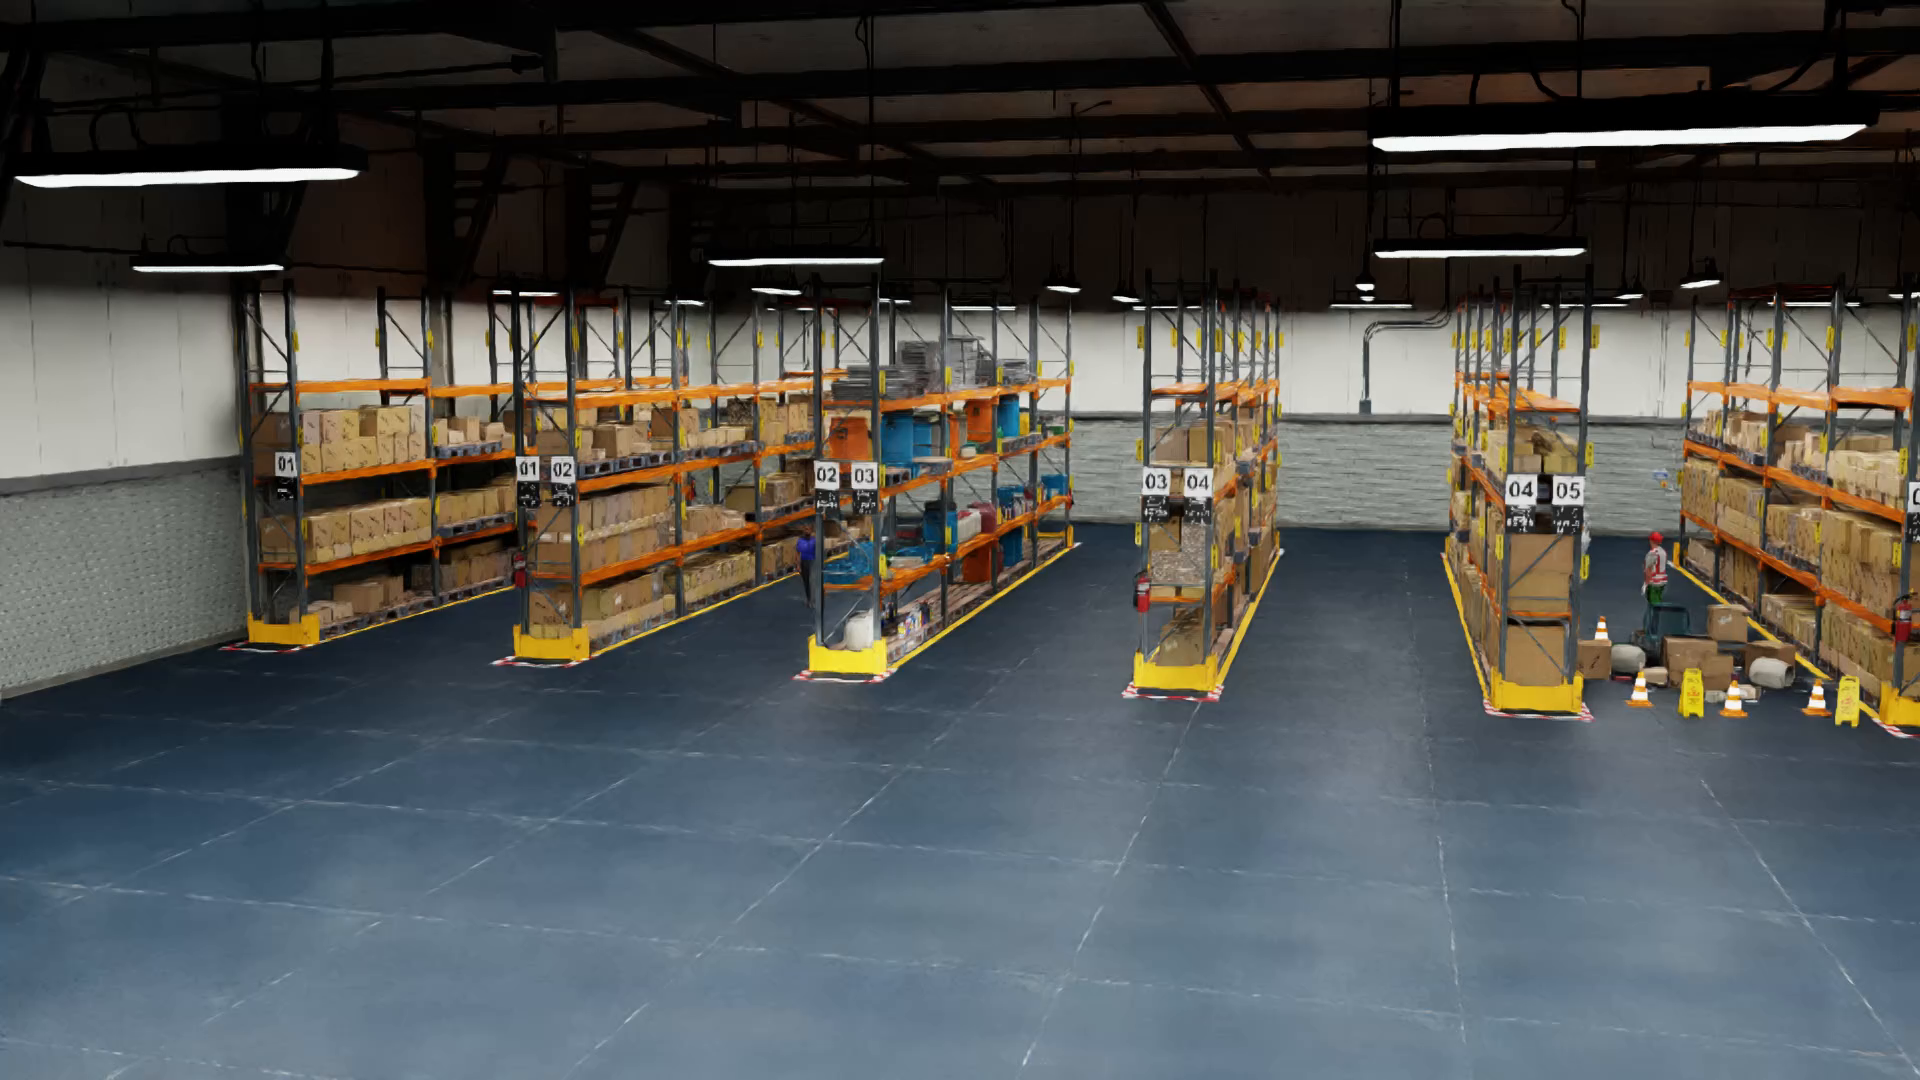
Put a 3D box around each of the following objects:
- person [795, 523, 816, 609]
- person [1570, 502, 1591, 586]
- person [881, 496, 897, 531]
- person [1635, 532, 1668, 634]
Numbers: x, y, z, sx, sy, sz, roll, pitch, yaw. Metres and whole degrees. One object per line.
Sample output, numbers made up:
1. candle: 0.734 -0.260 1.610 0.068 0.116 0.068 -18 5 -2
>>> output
1. person: -2.846 0.474 31.170 0.443 1.573 0.996 1 7 6
2. person: 12.596 0.047 34.005 0.505 1.759 0.588 6 9 43
3. person: -1.839 -1.014 42.774 0.533 1.758 0.714 7 9 44
4. person: 11.664 0.748 28.021 0.569 1.786 0.653 6 9 43
